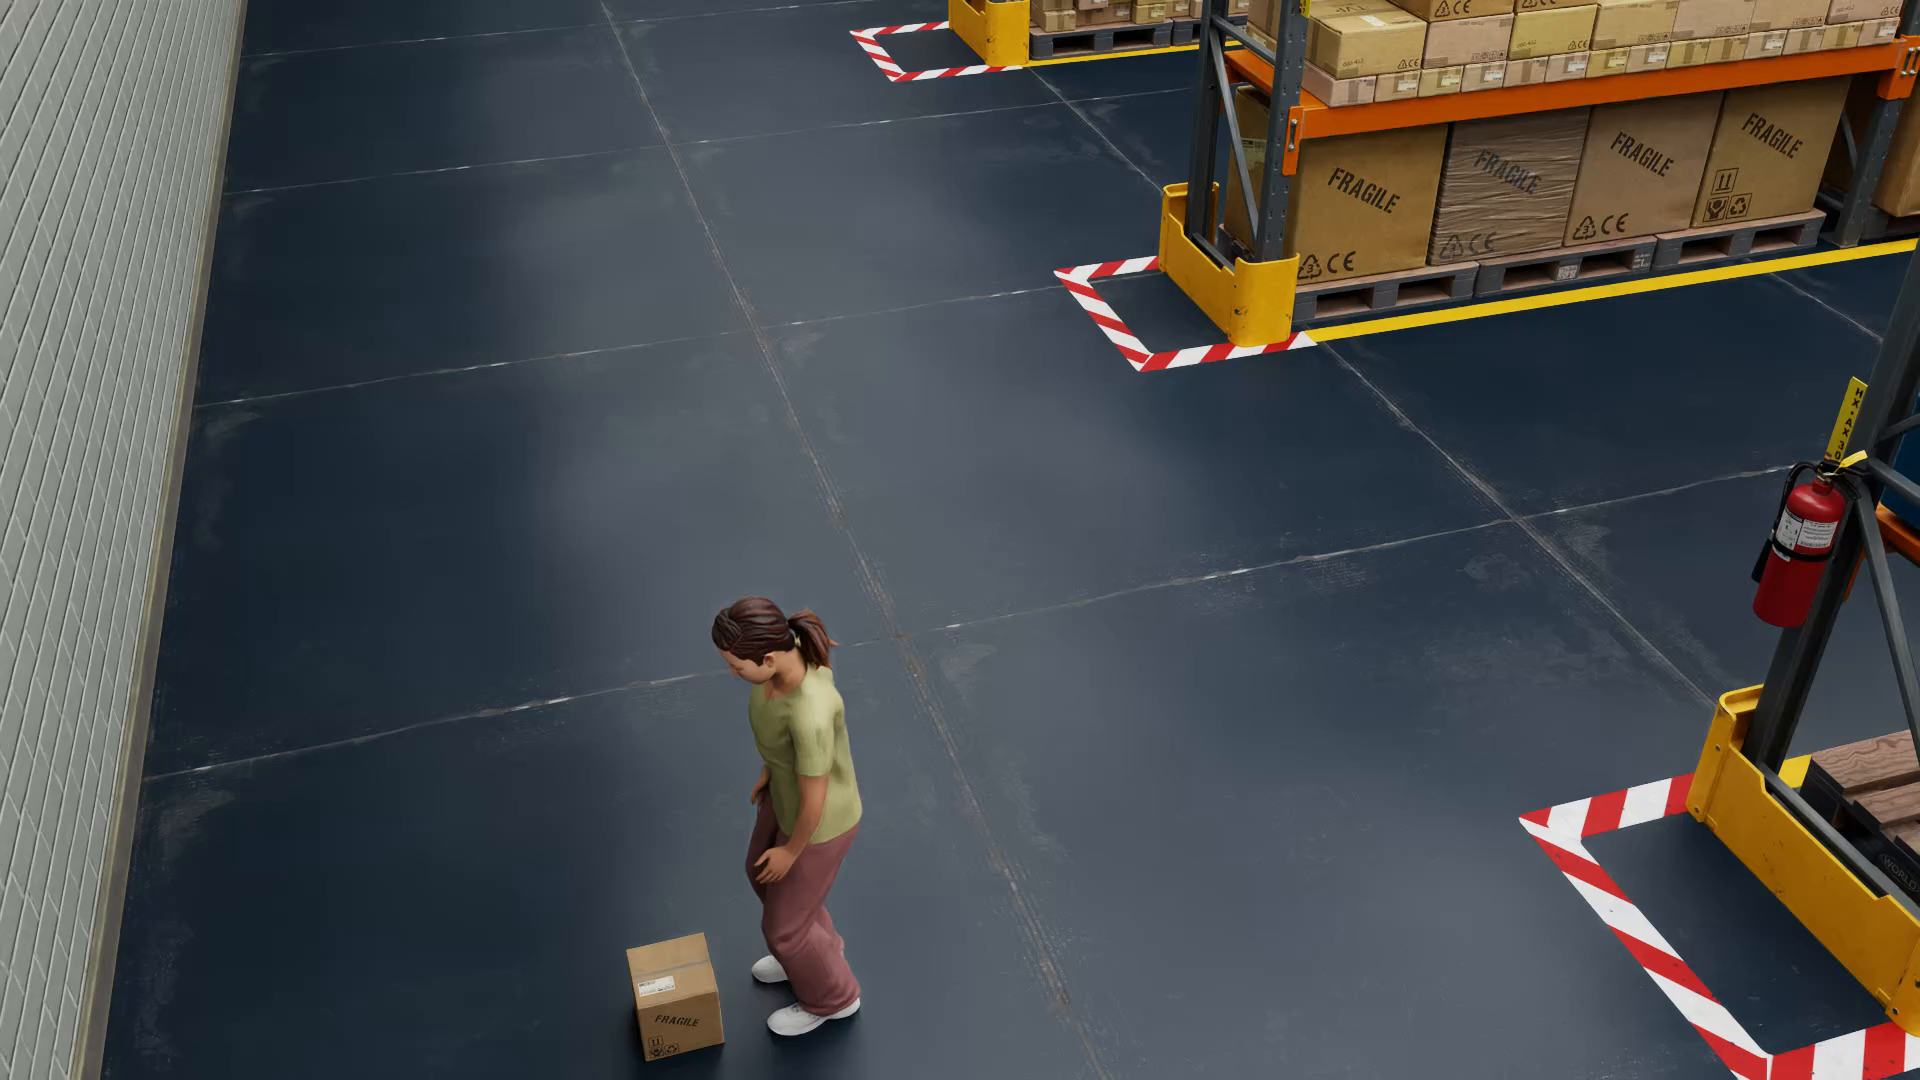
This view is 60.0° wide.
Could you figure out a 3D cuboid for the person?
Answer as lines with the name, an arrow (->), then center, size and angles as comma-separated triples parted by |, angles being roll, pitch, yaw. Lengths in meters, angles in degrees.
person -> -0.489, 0.828, 4.976 | 0.387, 1.621, 0.470 | -9, 35, -13
